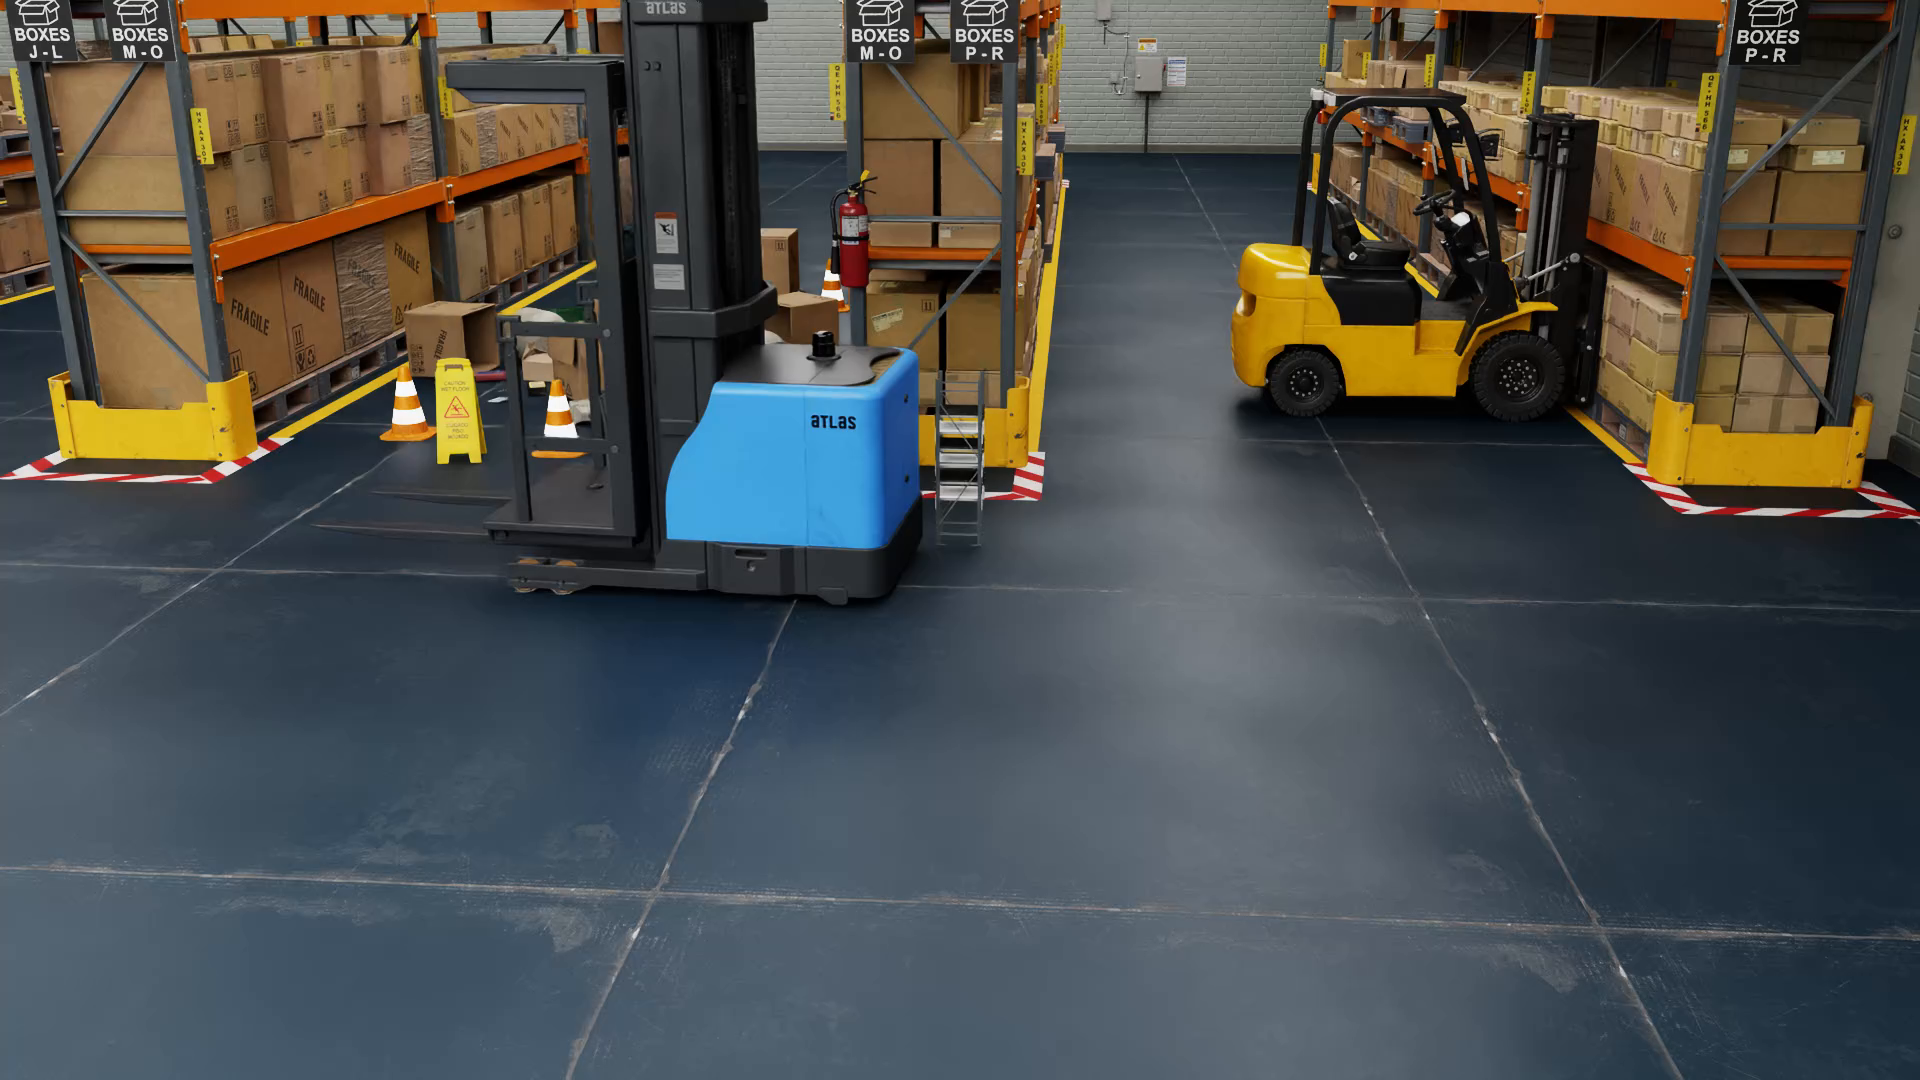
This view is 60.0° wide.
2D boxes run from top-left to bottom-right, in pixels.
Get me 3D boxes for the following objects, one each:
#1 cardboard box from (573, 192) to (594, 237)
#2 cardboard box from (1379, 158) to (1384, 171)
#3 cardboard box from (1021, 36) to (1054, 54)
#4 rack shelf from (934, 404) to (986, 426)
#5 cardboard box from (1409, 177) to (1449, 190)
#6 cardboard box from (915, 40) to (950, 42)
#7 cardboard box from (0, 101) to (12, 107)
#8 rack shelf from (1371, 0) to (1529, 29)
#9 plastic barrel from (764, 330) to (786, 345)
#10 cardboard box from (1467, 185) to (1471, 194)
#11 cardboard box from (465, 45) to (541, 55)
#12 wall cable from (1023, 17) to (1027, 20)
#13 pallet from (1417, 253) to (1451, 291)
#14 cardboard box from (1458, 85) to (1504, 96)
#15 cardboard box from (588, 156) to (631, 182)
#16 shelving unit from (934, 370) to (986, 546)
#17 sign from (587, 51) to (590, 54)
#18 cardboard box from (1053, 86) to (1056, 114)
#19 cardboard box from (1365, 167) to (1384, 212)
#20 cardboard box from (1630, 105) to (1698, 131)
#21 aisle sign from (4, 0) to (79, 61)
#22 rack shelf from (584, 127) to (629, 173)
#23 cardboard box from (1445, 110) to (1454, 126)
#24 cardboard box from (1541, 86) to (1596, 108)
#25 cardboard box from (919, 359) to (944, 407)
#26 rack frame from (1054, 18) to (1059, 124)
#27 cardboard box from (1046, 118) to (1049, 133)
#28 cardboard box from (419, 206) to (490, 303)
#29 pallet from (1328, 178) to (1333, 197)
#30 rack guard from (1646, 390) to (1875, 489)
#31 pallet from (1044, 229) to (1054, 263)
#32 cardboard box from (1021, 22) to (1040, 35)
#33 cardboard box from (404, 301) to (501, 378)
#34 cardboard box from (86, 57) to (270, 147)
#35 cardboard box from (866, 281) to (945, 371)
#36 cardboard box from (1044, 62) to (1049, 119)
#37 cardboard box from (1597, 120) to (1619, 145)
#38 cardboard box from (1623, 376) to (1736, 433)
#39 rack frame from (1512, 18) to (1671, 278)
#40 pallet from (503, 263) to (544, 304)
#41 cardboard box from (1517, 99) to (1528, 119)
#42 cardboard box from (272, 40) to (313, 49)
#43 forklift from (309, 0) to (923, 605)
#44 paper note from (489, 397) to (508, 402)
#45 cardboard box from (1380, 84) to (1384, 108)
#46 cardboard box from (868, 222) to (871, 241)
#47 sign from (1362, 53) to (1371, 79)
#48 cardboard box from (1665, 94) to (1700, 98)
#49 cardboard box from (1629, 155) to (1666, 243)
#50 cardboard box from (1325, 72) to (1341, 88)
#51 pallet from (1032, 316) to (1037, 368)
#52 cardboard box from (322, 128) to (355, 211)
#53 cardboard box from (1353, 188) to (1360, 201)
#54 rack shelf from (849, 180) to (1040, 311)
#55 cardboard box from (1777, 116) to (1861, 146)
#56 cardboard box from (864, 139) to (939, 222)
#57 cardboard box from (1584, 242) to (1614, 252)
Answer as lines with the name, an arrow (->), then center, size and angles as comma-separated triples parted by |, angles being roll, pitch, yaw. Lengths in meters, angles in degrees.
cardboard box -> -4.230, -3.702, 18.745 | 0.500, 0.500, 0.500 | 1, 18, 2
cardboard box -> 5.414, -4.657, 20.616 | 0.380, 0.149, 0.250 | 1, 18, 2
cardboard box -> 0.885, -5.857, 20.215 | 0.500, 0.500, 0.500 | 2, 18, 5
rack shelf -> 0.001, -0.655, 8.717 | 0.258, 0.077, 0.200 | 1, 18, 4
cardboard box -> 5.195, -3.933, 18.407 | 0.380, 0.149, 0.250 | 1, 18, 2
cardboard box -> -0.184, -3.529, 12.632 | 0.700, 0.500, 0.500 | 1, 18, 4
cardboard box -> -9.825, -4.232, 16.586 | 0.500, 0.250, 0.500 | 1, 18, 2
rack shelf -> 5.504, -5.993, 18.732 | 1.077, 0.370, 4.000 | 1, 18, 4
plastic barrel -> -1.526, -1.364, 12.406 | 0.512, 0.421, 0.421 | 17, 25, 41
cardboard box -> 5.755, -3.845, 18.138 | 0.380, 0.149, 0.250 | 2, 18, 6
cardboard box -> -4.612, -4.703, 16.692 | 0.700, 0.500, 0.500 | 1, 18, 3
wall cable -> 1.364, -9.132, 30.292 | 0.585, 1.953, 0.123 | 1, 18, 4
pallet -> 5.263, -2.708, 16.848 | 1.003, 0.211, 1.213 | 1, 18, 4
cardboard box -> 5.027, -4.306, 16.046 | 0.380, 0.149, 0.250 | 1, 18, 5
cardboard box -> -4.160, -4.364, 19.561 | 0.500, 0.250, 0.500 | 1, 18, 4
shelving unit -> 0.001, -0.430, 8.791 | 0.258, 0.900, 0.210 | 1, 18, 4
sign -> -4.790, -6.140, 21.454 | 0.100, 0.325, 0.005 | 1, 18, 4
cardboard box -> 0.991, -5.827, 21.729 | 0.500, 0.500, 0.500 | 2, 18, 6
cardboard box -> 5.388, -4.397, 20.864 | 0.500, 0.500, 0.500 | 2, 18, 6
cardboard box -> 4.581, -2.735, 10.771 | 0.380, 0.149, 0.250 | 2, 18, 5
aisle sign -> -5.413, -3.212, 9.733 | 0.394, 0.787, 0.004 | 1, 18, 4
rack shelf -> -4.392, -4.756, 19.775 | 1.077, 0.370, 4.000 | 1, 18, 4
cardboard box -> 5.048, -4.166, 16.259 | 0.500, 0.250, 0.500 | 2, 18, 6
cardboard box -> 4.755, -3.450, 12.956 | 0.380, 0.149, 0.250 | 2, 18, 5
cardboard box -> -0.373, -1.070, 11.114 | 0.500, 0.250, 0.500 | 1, 18, 4
rack frame -> 0.983, -6.882, 25.109 | 1.000, 3.000, 0.127 | 1, 18, 4
cardboard box -> 0.668, -4.043, 16.172 | 0.380, 0.149, 0.250 | 2, 18, 5
cardboard box -> -4.867, -2.560, 14.856 | 1.050, 0.750, 0.750 | 1, 18, 4
pallet -> 5.872, -5.176, 24.381 | 1.003, 0.211, 1.213 | 1, 18, 4
rack guard -> 4.785, -0.608, 9.975 | 1.175, 0.500, 0.348 | 1, 18, 4
pallet -> 0.541, -3.316, 18.703 | 1.003, 0.211, 1.213 | 1, 18, 4
cardboard box -> 0.978, -6.563, 21.327 | 0.380, 0.149, 0.250 | 1, 18, 3
cardboard box -> -3.910, -1.543, 12.824 | 0.500, 0.500, 0.500 | 4, 19, 13
cardboard box -> -5.096, -2.864, 10.870 | 0.875, 0.550, 0.550 | 1, 18, 4
cardboard box -> -0.367, -1.417, 10.967 | 0.500, 0.500, 0.500 | 1, 18, 4
cardboard box -> 0.593, -4.321, 15.980 | 0.500, 0.500, 0.500 | 0, 18, 0
cardboard box -> 4.658, -2.828, 11.535 | 0.380, 0.149, 0.250 | 1, 18, 3
cardboard box -> 4.506, -0.849, 10.439 | 0.500, 0.250, 0.500 | 1, 18, 4
rack frame -> 5.074, -3.046, 13.400 | 1.000, 3.000, 0.127 | 1, 18, 4
pallet -> -4.757, -2.530, 16.307 | 1.003, 0.211, 1.213 | 1, 18, 4
cardboard box -> 4.877, -3.593, 13.869 | 0.380, 0.149, 0.250 | 1, 18, 3
cardboard box -> -8.899, -6.431, 22.290 | 0.500, 0.500, 0.500 | 1, 18, 4
forklift -> -1.761, -1.282, 8.129 | 3.031, 2.935, 1.130 | 3, 18, 9
paper note -> -3.306, -1.016, 11.979 | 0.144, 0.017, 0.142 | 8, 20, 23
cardboard box -> 5.165, -5.243, 19.648 | 0.396, 0.266, 0.258 | 2, 18, 7
cardboard box -> -0.443, -1.996, 10.599 | 0.380, 0.149, 0.250 | 1, 18, 3
sign -> 5.106, -5.951, 20.878 | 0.100, 0.325, 0.005 | 1, 18, 4
cardboard box -> 5.293, -3.118, 11.941 | 0.380, 0.149, 0.250 | 1, 18, 3
cardboard box -> 4.607, -2.170, 10.569 | 0.500, 0.500, 0.500 | 2, 18, 6
cardboard box -> 5.633, -6.708, 24.340 | 0.500, 0.250, 0.500 | 1, 18, 4
pallet -> 0.110, -1.621, 13.530 | 1.003, 0.211, 1.213 | 1, 18, 4
cardboard box -> -4.947, -2.687, 12.067 | 0.875, 0.550, 0.500 | 1, 18, 4
cardboard box -> 5.394, -4.555, 21.910 | 0.380, 0.149, 0.250 | 1, 18, 2
rack shelf -> -0.021, -2.192, 11.951 | 1.077, 0.370, 4.000 | 1, 18, 4
cardboard box -> 5.024, -2.400, 9.750 | 0.380, 0.149, 0.250 | 1, 18, 3
cardboard box -> -0.400, -2.276, 10.415 | 0.500, 0.500, 0.500 | 1, 18, 3
cardboard box -> 4.679, -2.112, 12.686 | 0.500, 0.250, 0.500 | 1, 18, 4
